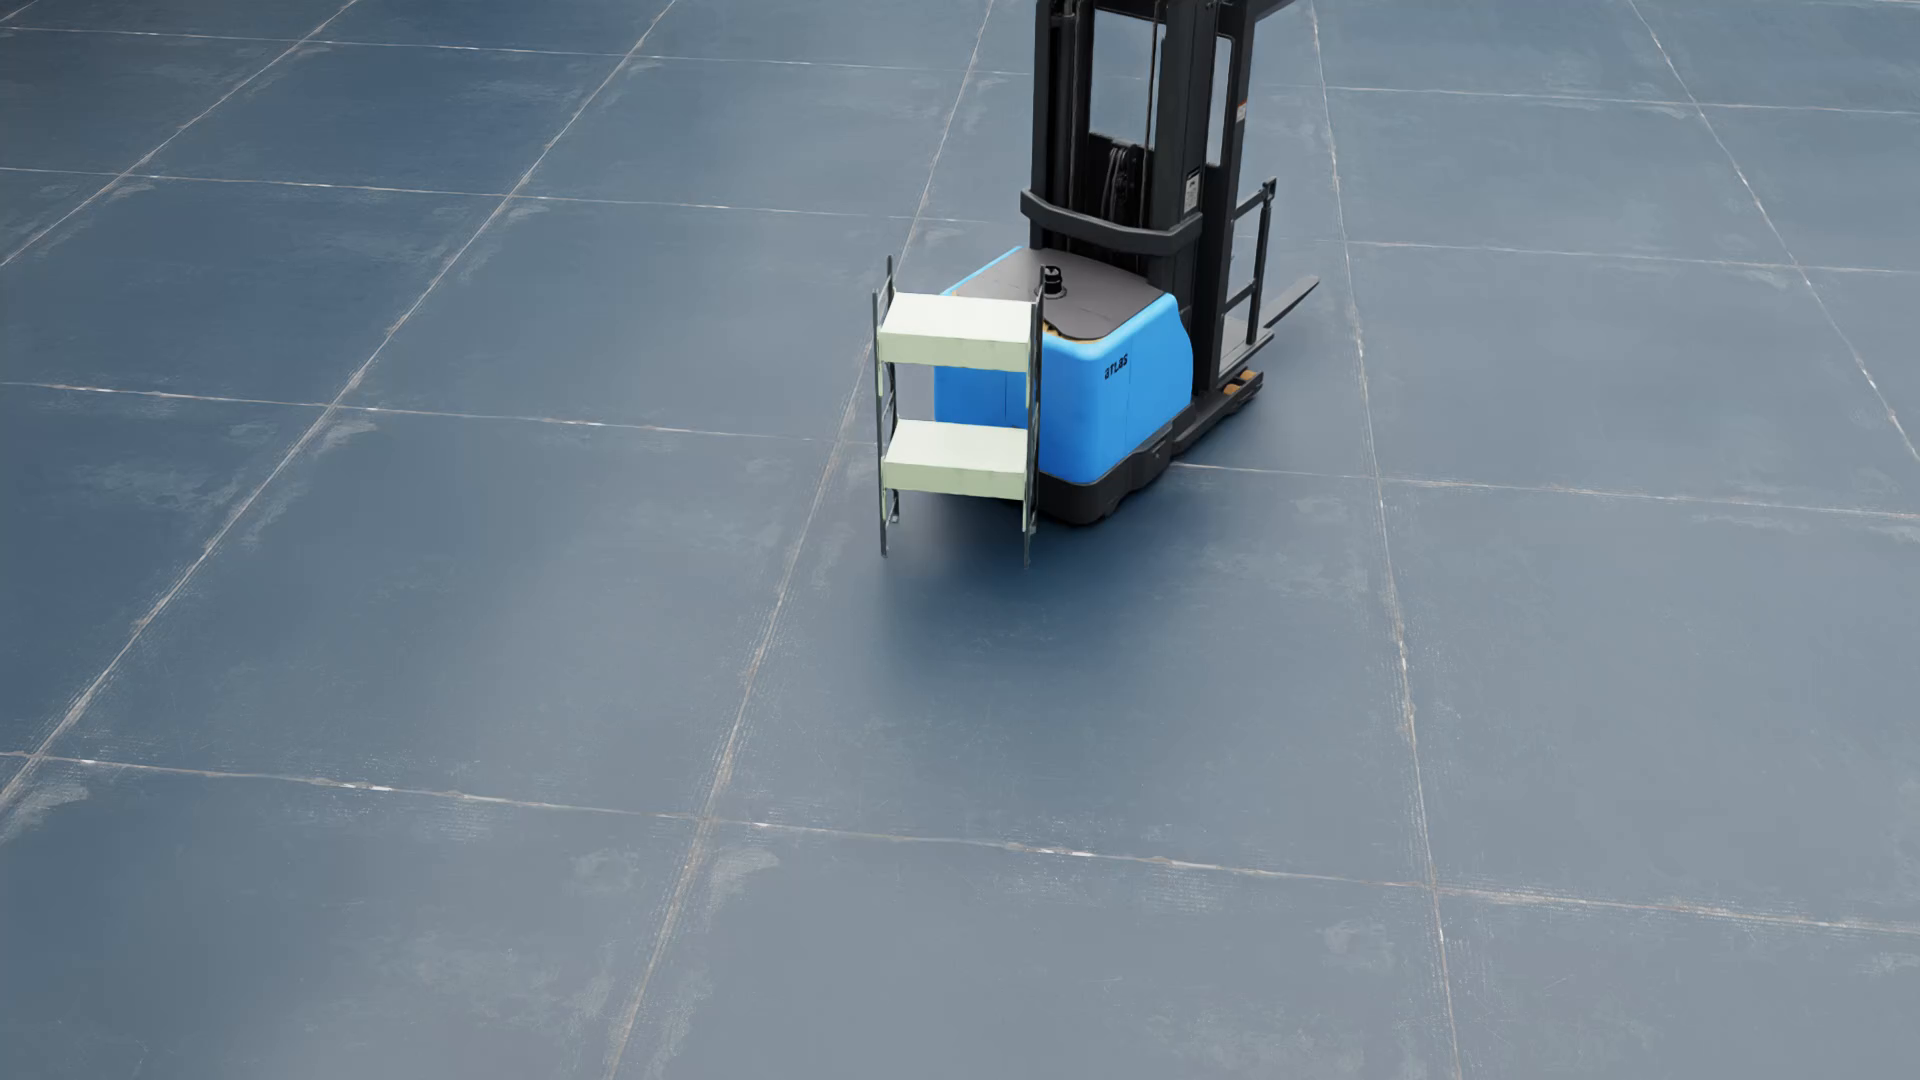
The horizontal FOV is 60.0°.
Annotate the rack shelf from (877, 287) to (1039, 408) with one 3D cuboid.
[{"bbox_3d":[-0.001,-0.923,7.937,0.720,0.370,0.431,5,36,7],"label":"rack shelf"}]

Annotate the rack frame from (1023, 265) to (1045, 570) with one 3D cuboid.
[{"bbox_3d":[0.361,-0.573,8.119,0.023,1.500,0.400,5,36,7],"label":"rack frame"}]

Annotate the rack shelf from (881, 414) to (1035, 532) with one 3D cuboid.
[{"bbox_3d":[-0.001,-0.340,8.353,0.720,0.370,0.431,5,36,7],"label":"rack shelf"}]

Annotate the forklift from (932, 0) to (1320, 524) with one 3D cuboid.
[{"bbox_3d":[1.122,-2.082,9.001,1.130,2.935,3.031,23,42,29],"label":"forklift"}]

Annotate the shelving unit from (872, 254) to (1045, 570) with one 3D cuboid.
[{"bbox_3d":[-0.001,-0.605,8.164,0.755,1.500,0.431,5,36,7],"label":"shelving unit"}]

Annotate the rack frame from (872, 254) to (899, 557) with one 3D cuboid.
[{"bbox_3d":[-0.362,-0.637,8.209,0.023,1.500,0.400,5,36,7],"label":"rack frame"}]
